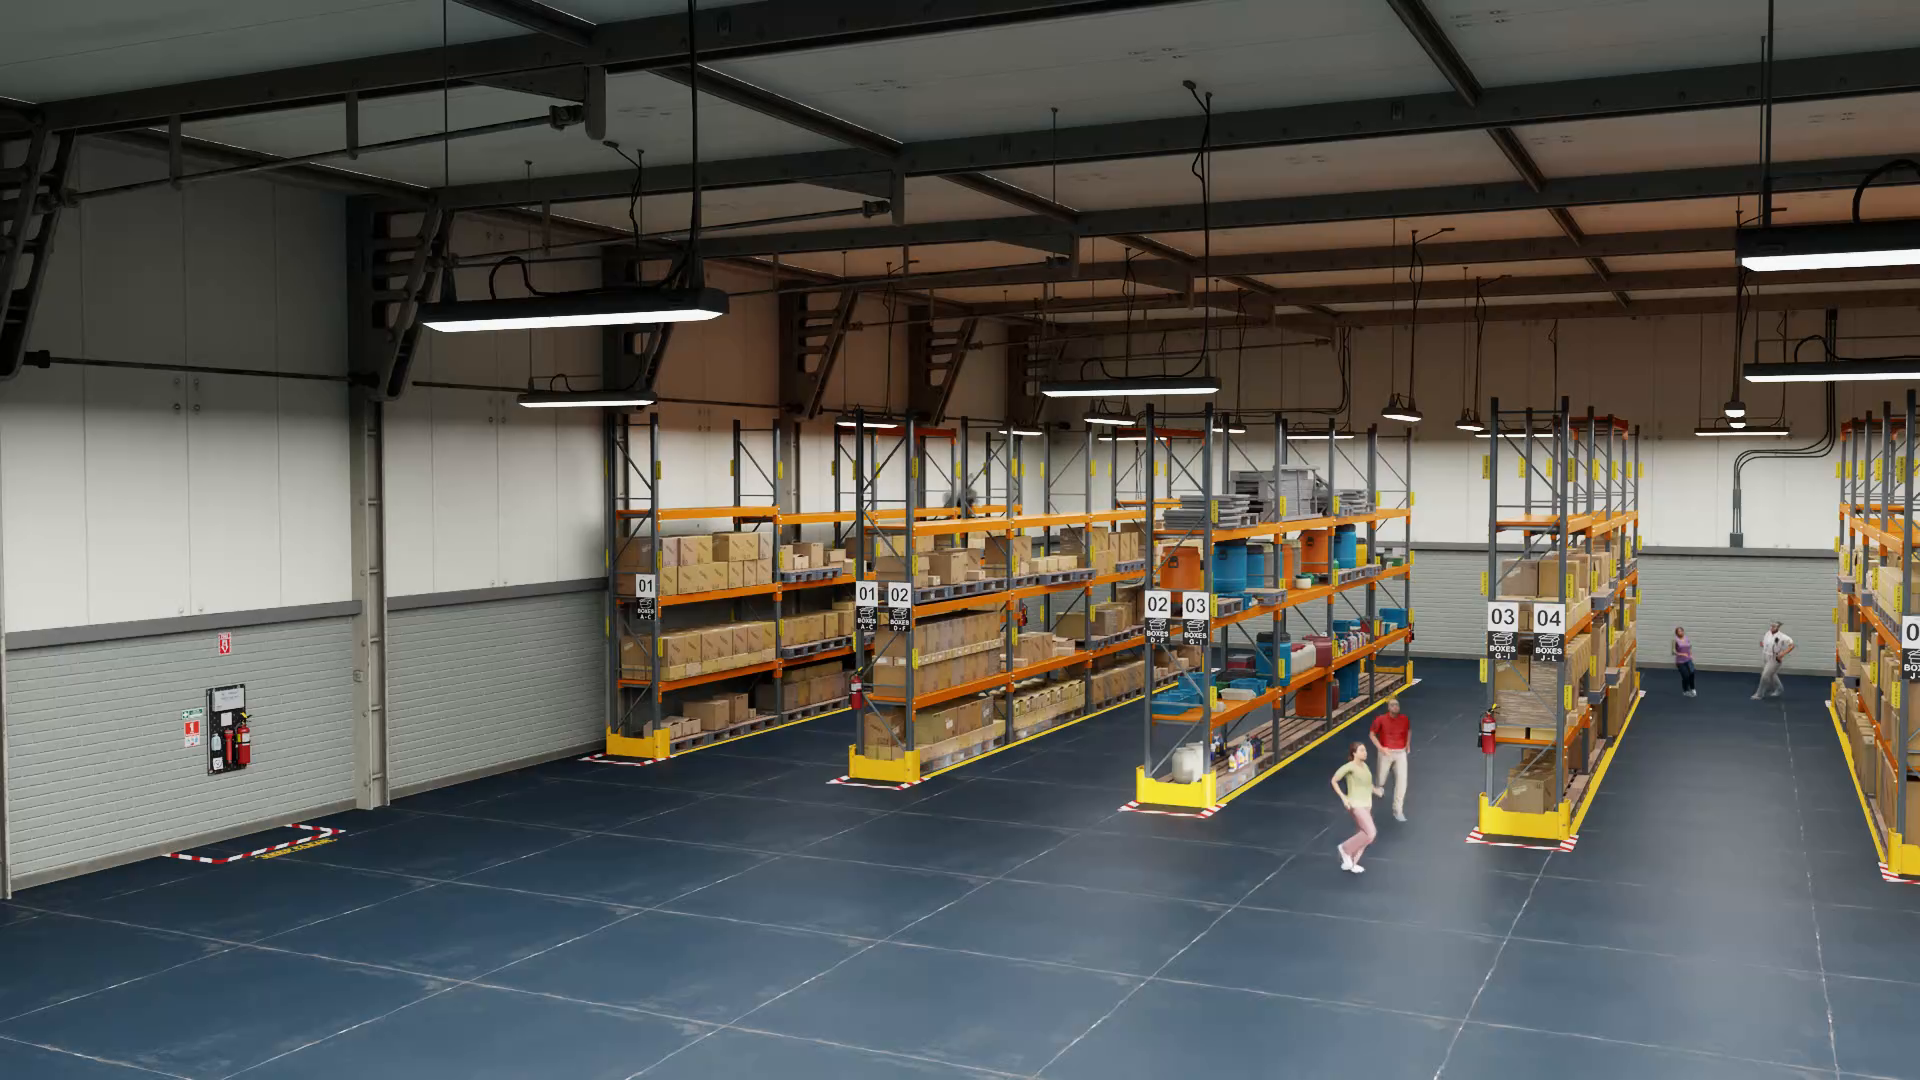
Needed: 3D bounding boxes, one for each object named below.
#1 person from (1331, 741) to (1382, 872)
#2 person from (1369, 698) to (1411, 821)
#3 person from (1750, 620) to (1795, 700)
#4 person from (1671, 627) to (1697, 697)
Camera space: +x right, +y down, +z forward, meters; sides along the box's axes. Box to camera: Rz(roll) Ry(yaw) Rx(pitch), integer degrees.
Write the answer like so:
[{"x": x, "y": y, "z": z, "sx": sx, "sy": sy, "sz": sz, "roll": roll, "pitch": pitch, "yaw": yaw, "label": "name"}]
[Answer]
[{"x": 4.968, "y": 3.310, "z": 20.597, "sx": 0.566, "sy": 1.629, "sz": 0.550, "roll": -2, "pitch": 3, "yaw": -43, "label": "person"}, {"x": 6.271, "y": 3.160, "z": 24.195, "sx": 0.639, "sy": 1.726, "sz": 1.054, "roll": 0, "pitch": 2, "yaw": 4, "label": "person"}, {"x": 17.710, "y": 2.609, "z": 36.162, "sx": 0.872, "sy": 1.787, "sz": 0.681, "roll": 0, "pitch": 2, "yaw": -10, "label": "person"}, {"x": 15.884, "y": 2.672, "z": 36.520, "sx": 0.533, "sy": 1.538, "sz": 0.615, "roll": 0, "pitch": 2, "yaw": 4, "label": "person"}]
